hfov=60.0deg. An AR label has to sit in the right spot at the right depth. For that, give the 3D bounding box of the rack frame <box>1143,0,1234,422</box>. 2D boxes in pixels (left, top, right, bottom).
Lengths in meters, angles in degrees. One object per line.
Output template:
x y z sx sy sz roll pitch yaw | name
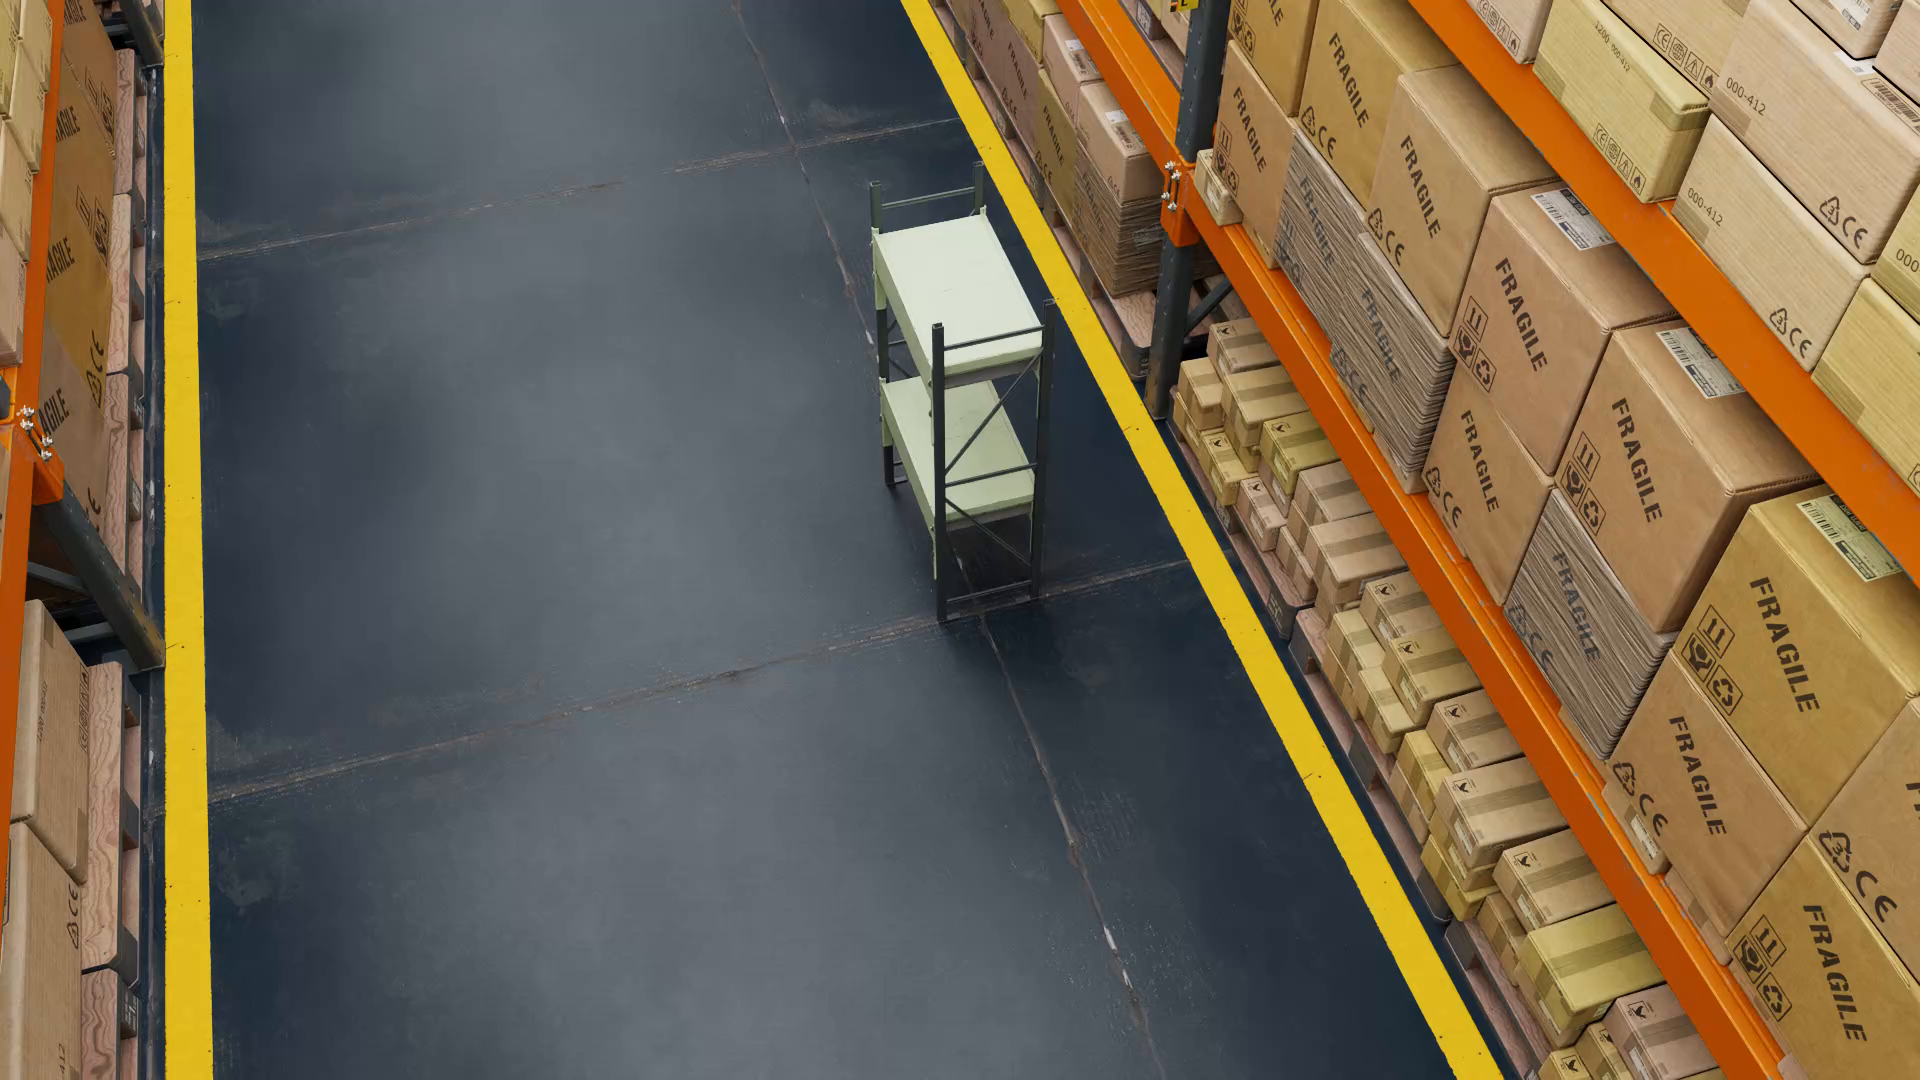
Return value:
1.271 -1.618 5.942 1.000 3.000 0.127 -13 51 -11 | rack frame

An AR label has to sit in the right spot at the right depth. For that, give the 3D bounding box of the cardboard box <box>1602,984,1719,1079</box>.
2.035 1.369 4.624 0.380 0.149 0.250 -12 51 -10 | cardboard box

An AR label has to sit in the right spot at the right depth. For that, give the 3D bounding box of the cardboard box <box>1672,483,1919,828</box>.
1.931 0.205 3.491 0.500 0.500 0.500 -15 51 -12 | cardboard box

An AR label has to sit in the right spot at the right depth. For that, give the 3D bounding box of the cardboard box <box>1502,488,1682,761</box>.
1.768 0.160 4.183 0.500 0.500 0.500 -13 51 -11 | cardboard box

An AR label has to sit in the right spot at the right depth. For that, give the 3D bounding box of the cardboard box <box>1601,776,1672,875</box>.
1.863 0.659 4.186 0.380 0.149 0.250 -12 51 -10 | cardboard box

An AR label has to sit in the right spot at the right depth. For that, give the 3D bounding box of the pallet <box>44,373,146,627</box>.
-3.728 -0.073 6.463 1.003 0.211 1.213 -13 51 -11 | pallet

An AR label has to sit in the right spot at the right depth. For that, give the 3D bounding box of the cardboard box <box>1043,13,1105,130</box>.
0.670 -2.055 7.180 0.500 0.250 0.500 -11 51 -9 | cardboard box

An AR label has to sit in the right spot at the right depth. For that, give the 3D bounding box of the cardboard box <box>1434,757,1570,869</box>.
1.689 0.822 5.086 0.380 0.149 0.250 -12 51 -10 | cardboard box

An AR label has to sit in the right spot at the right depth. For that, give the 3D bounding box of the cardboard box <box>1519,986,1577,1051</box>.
1.930 1.372 5.011 0.380 0.149 0.250 -14 51 -11 | cardboard box

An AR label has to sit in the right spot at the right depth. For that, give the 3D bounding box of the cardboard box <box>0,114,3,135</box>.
-3.470 -1.297 5.443 0.500 0.250 0.500 -13 51 -10 | cardboard box

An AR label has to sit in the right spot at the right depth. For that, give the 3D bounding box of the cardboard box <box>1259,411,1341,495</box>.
1.321 -0.340 6.065 0.380 0.149 0.250 -14 51 -11 | cardboard box

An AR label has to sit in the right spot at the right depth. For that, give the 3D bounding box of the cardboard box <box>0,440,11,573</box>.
-3.047 -0.176 4.661 0.500 0.500 0.500 -13 51 -11 | cardboard box

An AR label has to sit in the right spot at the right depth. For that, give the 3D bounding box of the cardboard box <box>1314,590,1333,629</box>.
1.509 0.231 5.973 0.380 0.149 0.250 -15 52 -13 | cardboard box

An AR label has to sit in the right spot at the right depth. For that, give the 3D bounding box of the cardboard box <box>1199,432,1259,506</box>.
1.150 -0.302 6.422 0.380 0.149 0.250 -12 51 -10 | cardboard box

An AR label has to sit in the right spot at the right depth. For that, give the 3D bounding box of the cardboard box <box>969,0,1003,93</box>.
0.361 -2.555 8.092 0.500 0.500 0.500 -14 51 -12 | cardboard box

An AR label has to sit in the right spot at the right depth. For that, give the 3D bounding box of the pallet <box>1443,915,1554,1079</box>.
2.225 1.545 5.099 1.003 0.211 1.213 -13 51 -11 | pallet

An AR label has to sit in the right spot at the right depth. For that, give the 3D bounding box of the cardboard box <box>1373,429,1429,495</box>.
1.478 -0.305 4.999 0.380 0.149 0.250 -11 51 -9 | cardboard box

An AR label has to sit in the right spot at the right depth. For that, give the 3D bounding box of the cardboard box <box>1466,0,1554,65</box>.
1.448 -1.390 3.886 0.500 0.250 0.500 -11 51 -9 | cardboard box

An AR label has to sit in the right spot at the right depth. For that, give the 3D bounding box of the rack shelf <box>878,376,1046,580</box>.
-0.002 -0.278 6.220 0.431 0.370 0.720 -13 51 -11 | rack shelf

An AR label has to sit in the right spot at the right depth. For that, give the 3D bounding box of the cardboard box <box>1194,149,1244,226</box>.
1.042 -1.256 5.801 0.380 0.149 0.250 -12 51 -10 | cardboard box

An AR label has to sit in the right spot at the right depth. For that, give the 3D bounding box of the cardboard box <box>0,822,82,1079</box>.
-3.080 1.402 4.797 0.875 0.438 0.875 -15 51 -12 | cardboard box

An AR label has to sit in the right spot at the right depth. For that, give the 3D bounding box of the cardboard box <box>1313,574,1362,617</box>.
1.475 0.145 5.851 0.380 0.149 0.250 -11 51 -9 | cardboard box

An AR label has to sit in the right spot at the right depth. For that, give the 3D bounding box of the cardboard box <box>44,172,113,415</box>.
-3.962 -0.968 6.509 0.875 0.875 0.875 -12 51 -10 | cardboard box

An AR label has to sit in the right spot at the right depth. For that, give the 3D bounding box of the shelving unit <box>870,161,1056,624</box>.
-0.002 -0.488 5.970 0.431 1.500 0.755 -13 51 -11 | shelving unit

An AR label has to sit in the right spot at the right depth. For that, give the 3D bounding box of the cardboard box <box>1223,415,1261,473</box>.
1.233 -0.429 6.335 0.380 0.149 0.250 -13 51 -11 | cardboard box

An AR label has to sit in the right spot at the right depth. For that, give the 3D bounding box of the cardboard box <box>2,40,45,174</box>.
-3.597 -1.513 5.952 0.500 0.250 0.500 -14 51 -11 | cardboard box

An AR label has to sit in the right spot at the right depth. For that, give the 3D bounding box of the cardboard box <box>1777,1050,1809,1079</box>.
2.087 1.210 3.722 0.380 0.149 0.250 -13 51 -11 | cardboard box

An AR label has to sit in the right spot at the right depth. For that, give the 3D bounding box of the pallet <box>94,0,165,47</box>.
-4.841 -3.019 8.946 1.003 0.211 1.213 -13 51 -11 | pallet

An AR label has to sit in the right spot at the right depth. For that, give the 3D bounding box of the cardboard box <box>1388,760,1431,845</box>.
1.648 0.819 5.478 0.380 0.149 0.250 -12 51 -10 | cardboard box

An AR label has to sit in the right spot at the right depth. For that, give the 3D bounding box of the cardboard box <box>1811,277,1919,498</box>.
1.908 -0.258 2.932 0.500 0.250 0.500 -13 51 -11 | cardboard box

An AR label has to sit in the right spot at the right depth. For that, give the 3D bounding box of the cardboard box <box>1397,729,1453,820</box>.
1.646 0.724 5.363 0.380 0.149 0.250 -11 51 -9 | cardboard box

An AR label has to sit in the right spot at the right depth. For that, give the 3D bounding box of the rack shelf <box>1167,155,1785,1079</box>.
1.862 0.075 4.985 1.077 0.370 4.000 -13 51 -11 | rack shelf

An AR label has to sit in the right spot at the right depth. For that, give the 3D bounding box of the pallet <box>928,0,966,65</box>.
0.317 -3.070 8.989 1.003 0.211 1.213 -13 51 -11 | pallet

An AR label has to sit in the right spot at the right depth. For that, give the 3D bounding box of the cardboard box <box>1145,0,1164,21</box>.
0.887 -2.107 6.244 0.380 0.149 0.250 -13 51 -11 | cardboard box

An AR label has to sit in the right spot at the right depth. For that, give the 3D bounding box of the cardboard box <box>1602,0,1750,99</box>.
1.635 -1.174 3.377 0.500 0.250 0.500 -15 52 -13 | cardboard box

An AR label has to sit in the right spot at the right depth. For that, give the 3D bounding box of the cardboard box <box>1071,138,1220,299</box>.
0.811 -1.431 7.145 0.500 0.500 0.500 -14 51 -12 | cardboard box

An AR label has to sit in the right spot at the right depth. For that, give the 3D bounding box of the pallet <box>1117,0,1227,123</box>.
1.184 -2.147 6.513 1.003 0.211 1.213 -13 51 -11 | pallet

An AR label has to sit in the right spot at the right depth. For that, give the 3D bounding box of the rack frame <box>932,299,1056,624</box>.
0.106 -0.221 5.745 0.400 1.500 0.023 -13 51 -11 | rack frame

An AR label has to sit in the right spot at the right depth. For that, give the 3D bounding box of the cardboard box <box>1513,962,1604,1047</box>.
1.869 1.291 4.885 0.380 0.149 0.250 -15 52 -12 | cardboard box

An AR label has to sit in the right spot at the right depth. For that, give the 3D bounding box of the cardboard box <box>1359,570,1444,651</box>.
1.577 0.230 5.584 0.380 0.149 0.250 -15 52 -12 | cardboard box

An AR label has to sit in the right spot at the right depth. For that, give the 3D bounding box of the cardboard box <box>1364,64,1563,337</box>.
1.459 -0.934 4.451 0.500 0.500 0.500 -13 51 -10 | cardboard box

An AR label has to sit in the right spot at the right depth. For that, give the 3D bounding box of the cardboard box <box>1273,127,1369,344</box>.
1.330 -0.968 5.134 0.500 0.500 0.500 -13 51 -11 | cardboard box
